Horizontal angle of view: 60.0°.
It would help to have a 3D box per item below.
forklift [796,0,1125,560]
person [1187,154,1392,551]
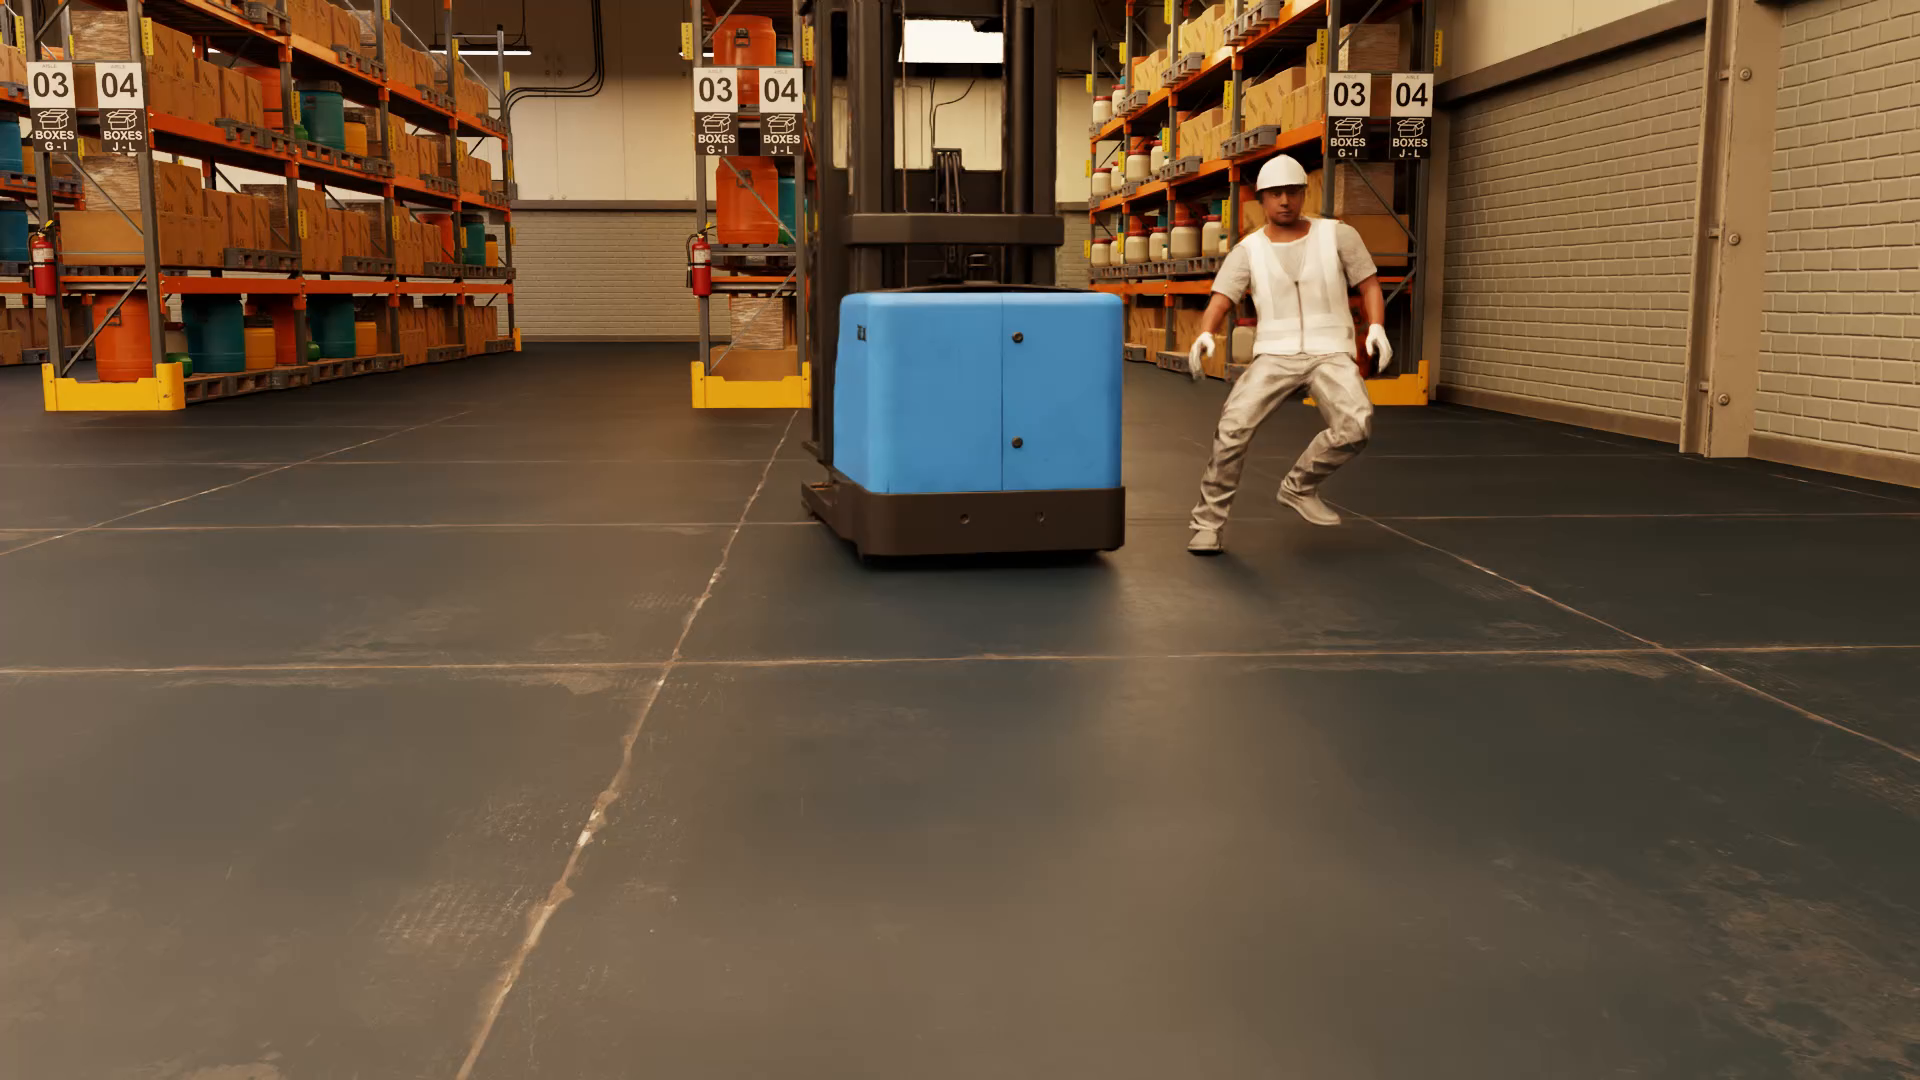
[{"bbox_3d":[-0.158,-1.547,7.751,1.130,2.935,3.031,-2,9,-12],"label":"forklift"},{"bbox_3d":[1.368,-0.763,6.873,0.809,1.644,0.681,2,9,13],"label":"person"}]
